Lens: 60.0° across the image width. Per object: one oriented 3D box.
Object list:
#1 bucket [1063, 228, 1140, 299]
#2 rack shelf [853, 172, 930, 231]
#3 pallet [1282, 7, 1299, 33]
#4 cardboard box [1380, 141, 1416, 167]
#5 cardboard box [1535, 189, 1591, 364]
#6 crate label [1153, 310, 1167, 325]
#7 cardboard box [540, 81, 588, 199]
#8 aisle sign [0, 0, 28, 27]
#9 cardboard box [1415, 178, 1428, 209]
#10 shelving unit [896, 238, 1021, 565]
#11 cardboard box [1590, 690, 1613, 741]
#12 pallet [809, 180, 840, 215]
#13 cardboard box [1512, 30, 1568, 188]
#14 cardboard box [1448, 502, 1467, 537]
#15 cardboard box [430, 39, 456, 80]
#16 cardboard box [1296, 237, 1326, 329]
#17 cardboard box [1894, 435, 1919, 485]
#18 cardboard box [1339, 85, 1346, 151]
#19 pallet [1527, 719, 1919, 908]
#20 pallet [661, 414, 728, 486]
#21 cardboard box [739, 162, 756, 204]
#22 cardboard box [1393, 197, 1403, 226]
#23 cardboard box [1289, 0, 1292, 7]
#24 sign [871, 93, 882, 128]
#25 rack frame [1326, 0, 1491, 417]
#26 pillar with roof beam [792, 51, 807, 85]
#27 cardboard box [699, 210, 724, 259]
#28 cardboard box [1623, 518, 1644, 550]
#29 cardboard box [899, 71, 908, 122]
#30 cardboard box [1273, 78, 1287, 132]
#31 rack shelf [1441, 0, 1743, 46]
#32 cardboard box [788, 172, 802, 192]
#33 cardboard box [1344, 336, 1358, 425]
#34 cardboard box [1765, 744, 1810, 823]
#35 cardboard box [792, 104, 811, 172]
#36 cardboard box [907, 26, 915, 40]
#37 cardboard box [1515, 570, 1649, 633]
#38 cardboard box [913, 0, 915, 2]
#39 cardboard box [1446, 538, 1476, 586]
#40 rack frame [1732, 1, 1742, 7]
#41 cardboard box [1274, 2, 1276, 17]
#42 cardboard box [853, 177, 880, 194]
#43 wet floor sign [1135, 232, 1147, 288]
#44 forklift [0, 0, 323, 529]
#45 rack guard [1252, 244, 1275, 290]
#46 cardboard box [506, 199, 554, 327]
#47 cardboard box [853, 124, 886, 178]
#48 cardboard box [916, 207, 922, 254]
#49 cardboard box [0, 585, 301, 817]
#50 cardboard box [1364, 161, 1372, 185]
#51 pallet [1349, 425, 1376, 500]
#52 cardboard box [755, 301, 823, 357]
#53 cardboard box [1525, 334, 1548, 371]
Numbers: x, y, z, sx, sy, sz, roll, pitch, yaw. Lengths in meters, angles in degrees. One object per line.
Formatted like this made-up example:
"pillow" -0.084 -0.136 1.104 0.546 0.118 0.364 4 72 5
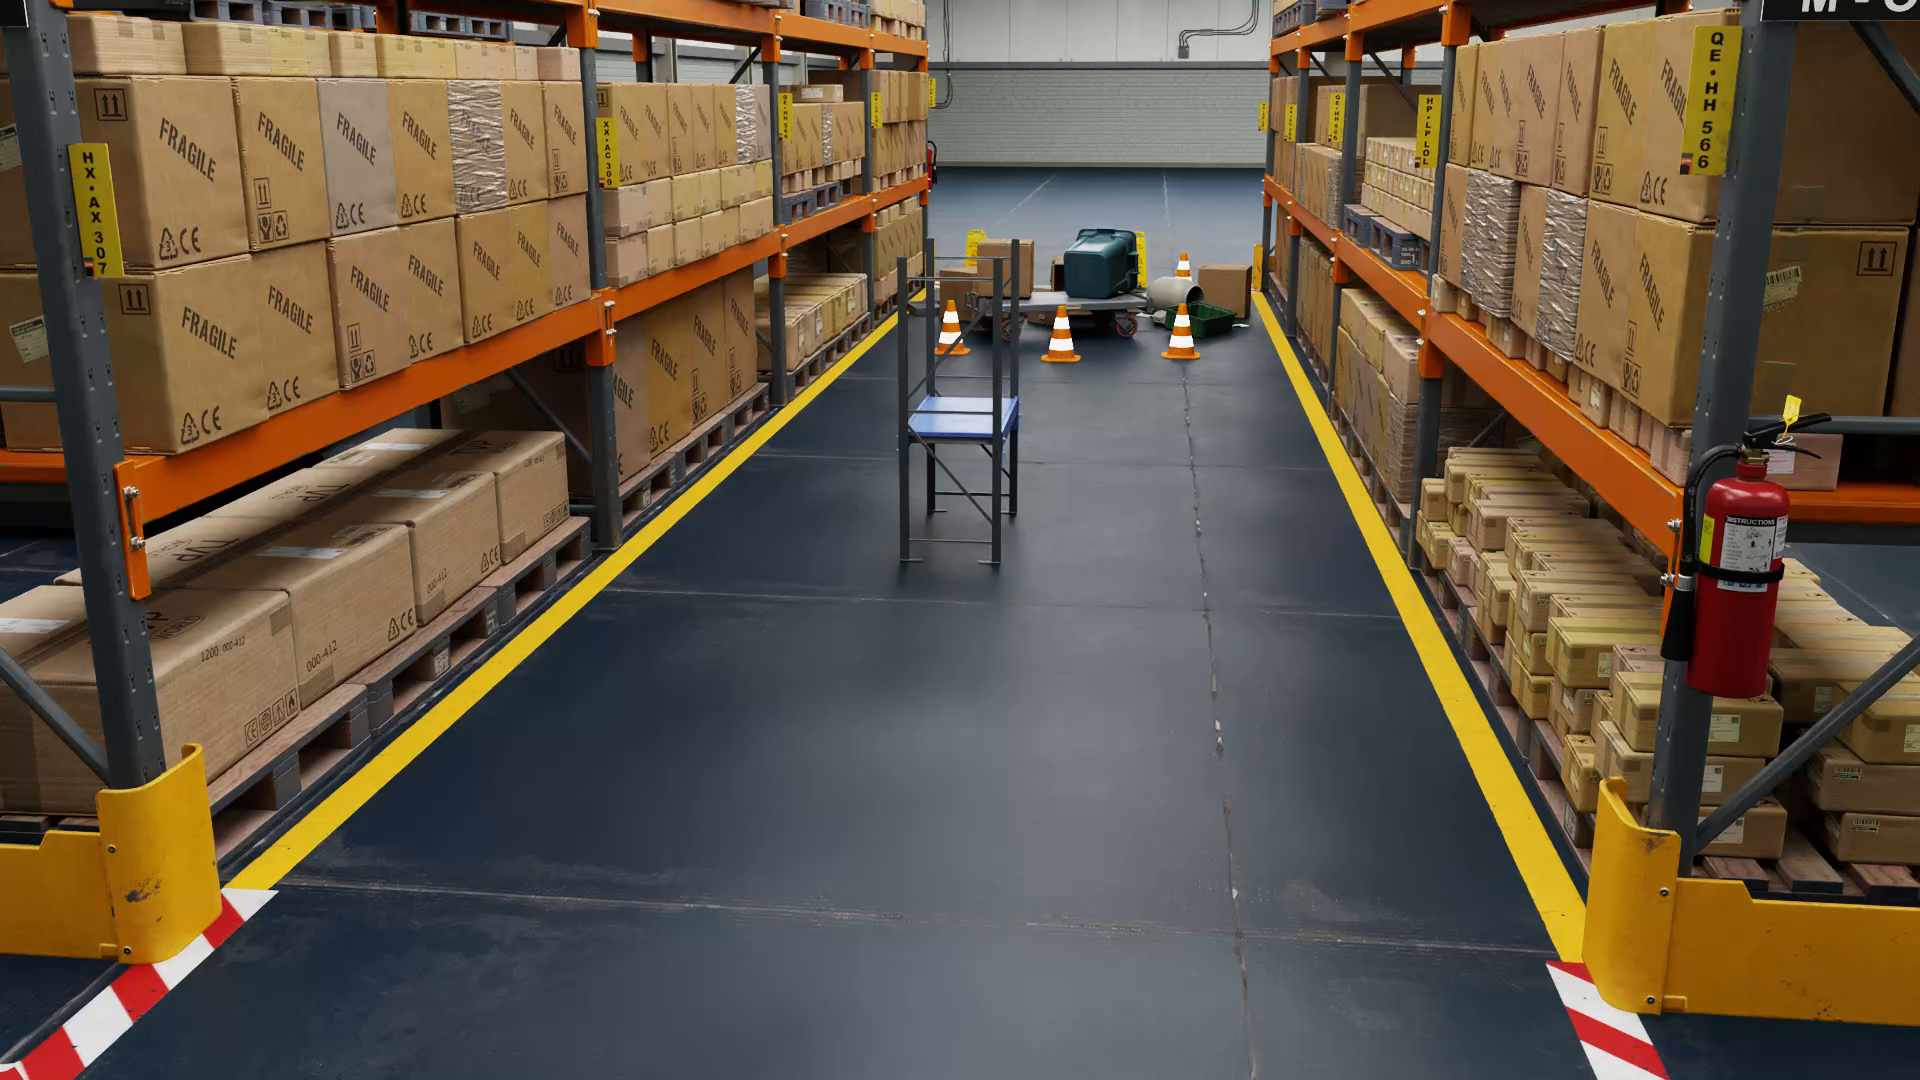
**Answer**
"bucket" 1.320 -2.626 15.984 0.726 0.611 0.620 7 27 25
"rack shelf" -1.109 -3.660 17.828 1.077 0.370 4.000 2 15 6
"pallet" 3.838 -5.301 16.945 1.003 0.211 1.213 2 15 6
"cardboard box" 2.809 -2.384 10.269 0.380 0.149 0.250 1 15 4
"cardboard box" 2.147 -0.838 5.252 0.500 0.500 0.500 2 15 6
"crate label" 2.079 -2.208 16.564 0.298 0.136 0.250 -10 18 -32
"cardboard box" -2.016 -1.814 7.517 0.500 0.500 0.500 2 15 6
"aisle sign" -2.408 -1.604 3.866 0.394 0.787 0.004 2 15 6
"cardboard box" 2.627 -1.832 8.796 0.380 0.149 0.250 1 15 4
"shelving unit" 0.010 -0.746 8.548 0.538 1.500 1.048 2 15 6
"cardboard box" 2.100 0.562 4.925 0.380 0.149 0.250 1 15 5
"pallet" -1.603 -2.873 13.908 1.003 0.211 1.213 2 15 6
"cardboard box" 2.209 -1.461 5.641 0.500 0.500 0.500 1 15 4
"cardboard box" 2.395 -0.111 7.414 0.380 0.149 0.250 2 15 7
"cardboard box" -2.163 -1.839 6.365 0.380 0.149 0.250 1 15 5
"cardboard box" 3.615 -2.322 15.008 1.050 0.750 0.750 2 15 6
"cardboard box" 2.604 -0.210 4.172 0.380 0.149 0.250 2 15 6
"cardboard box" 3.316 -3.243 12.801 0.700 0.500 0.500 1 15 5
"pallet" 2.377 0.860 5.076 1.003 0.211 1.213 2 15 6
"pallet" -2.090 -0.587 10.429 1.003 0.211 1.213 2 15 6
"cardboard box" -1.642 -2.354 10.949 0.500 0.250 0.500 1 15 5
"cardboard box" 2.715 -1.891 9.587 0.380 0.149 0.250 1 15 4
"cardboard box" 3.433 -5.314 16.306 0.380 0.149 0.250 2 15 7
"sign" -0.782 -4.032 15.608 0.100 0.325 0.005 2 15 6
"rack frame" 3.144 -2.331 11.537 1.000 3.000 0.127 2 15 6
"pillar with roof beam" 0.196 -13.511 41.388 9.100 9.000 0.400 2 15 6
"cardboard box" -1.729 -1.844 10.021 0.500 0.250 0.500 1 15 5
"cardboard box" 2.855 -0.037 6.572 0.380 0.149 0.250 1 15 4
"cardboard box" -0.906 -4.532 16.998 0.700 0.500 0.500 1 15 5
"cardboard box" 3.798 -4.618 17.638 0.875 0.550 0.550 2 15 6
"rack shelf" 2.467 -1.876 5.485 1.077 0.370 4.000 2 15 6
"cardboard box" -1.422 -2.753 12.774 0.380 0.149 0.250 1 15 3
"cardboard box" 2.758 -1.021 10.675 0.500 0.500 0.500 2 15 7
"cardboard box" 2.567 0.720 4.909 0.380 0.149 0.250 2 15 6
"cardboard box" -1.453 -3.091 12.780 0.500 0.500 0.500 2 15 9
"cardboard box" -0.705 -5.618 18.428 0.380 0.149 0.250 2 15 8
"cardboard box" 2.105 0.214 5.641 0.380 0.149 0.250 2 15 8
"cardboard box" -0.706 -6.009 18.344 0.380 0.149 0.250 2 15 6
"cardboard box" 2.326 0.100 7.204 0.380 0.149 0.250 2 15 6
"rack frame" 8.964 -7.130 17.790 1.000 3.000 0.127 2 15 6
"cardboard box" 3.690 -5.904 18.490 0.380 0.149 0.250 2 15 7
"cardboard box" -0.980 -3.439 16.116 0.380 0.149 0.250 2 15 6
"wet floor sign" 2.083 -3.336 19.761 0.267 0.644 0.232 -1 15 -3
"forklift" -4.554 -1.800 9.705 1.130 2.935 3.031 2 15 6
"rack guard" 4.049 -3.206 19.560 1.175 0.500 0.348 2 15 6
"cardboard box" -2.088 -1.200 7.163 0.500 0.500 0.500 1 15 5
"cardboard box" -1.008 -3.786 16.156 0.500 0.500 0.500 2 15 6
"cardboard box" -0.714 -3.548 19.062 0.500 0.500 0.500 2 15 7
"cardboard box" -2.713 0.484 5.230 0.875 0.438 0.875 1 15 4
"cardboard box" 2.890 -2.437 11.035 0.380 0.149 0.250 2 15 9
"pallet" 2.914 -0.467 9.985 1.003 0.211 1.213 2 15 6
"cardboard box" -1.637 -1.723 13.517 0.950 0.372 0.625 1 15 5
"cardboard box" 2.251 -0.695 5.967 0.380 0.149 0.250 2 15 8
